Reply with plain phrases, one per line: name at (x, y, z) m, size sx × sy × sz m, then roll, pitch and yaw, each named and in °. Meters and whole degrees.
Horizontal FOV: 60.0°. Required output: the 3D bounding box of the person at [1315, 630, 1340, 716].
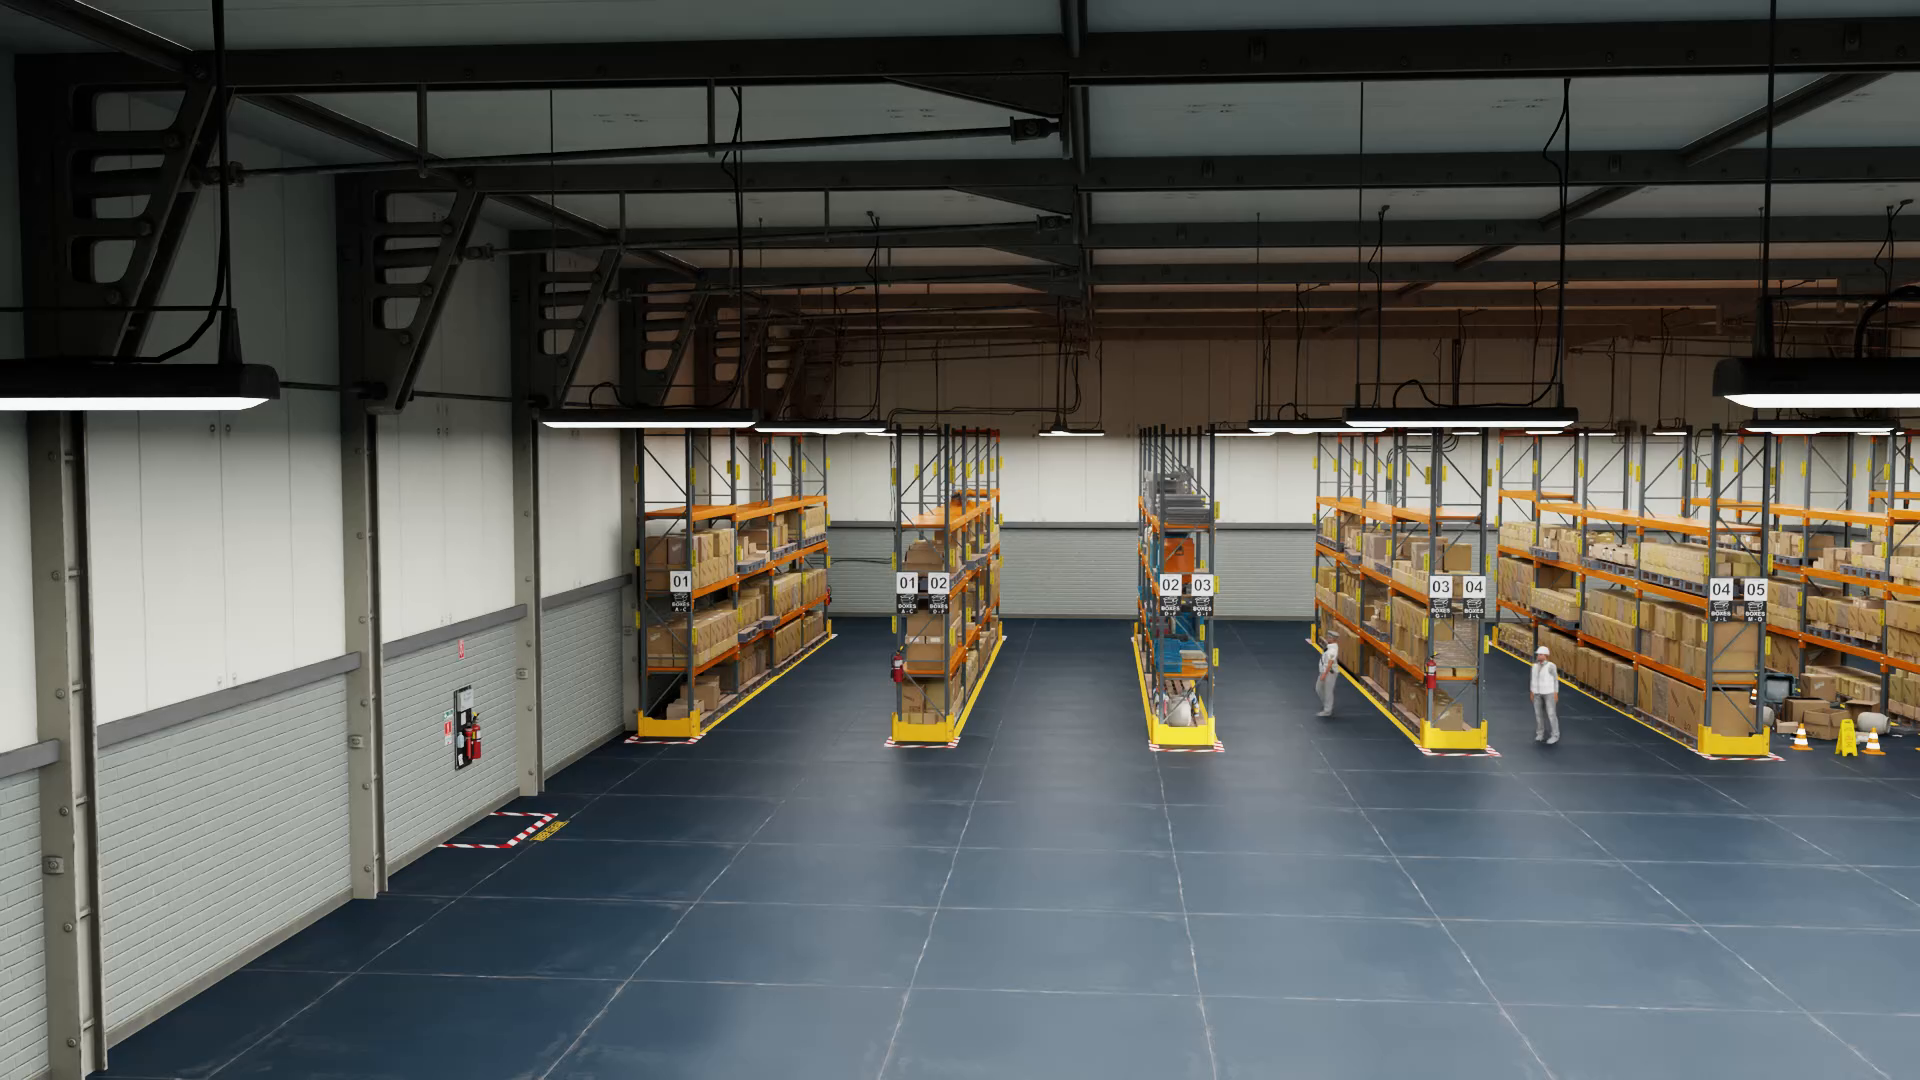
person at (7.608, 2.777, 34.405) m, size 0.506 × 1.824 × 0.551 m, roll 0°, pitch 4°, yaw -8°

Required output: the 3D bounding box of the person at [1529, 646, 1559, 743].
person at (11.063, 2.916, 31.524) m, size 0.621 × 1.779 × 0.445 m, roll 3°, pitch 5°, yaw 44°
